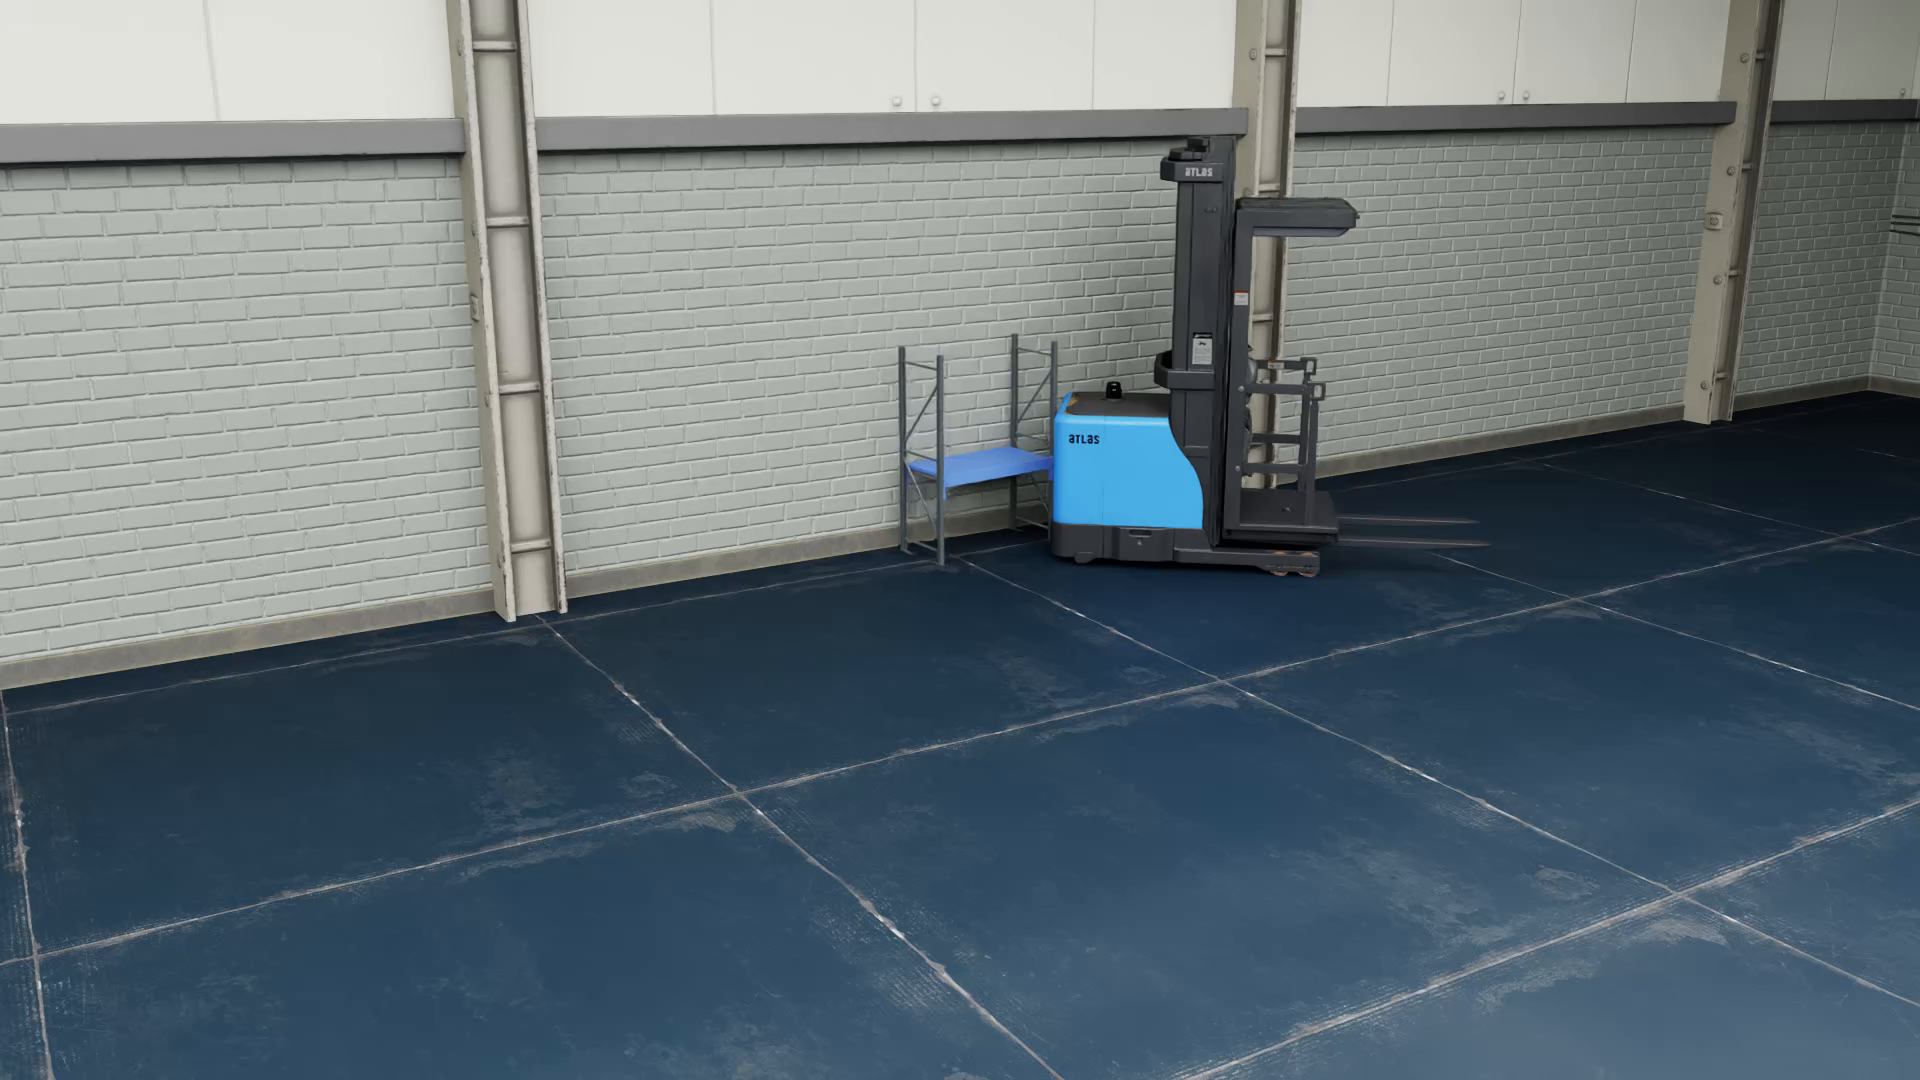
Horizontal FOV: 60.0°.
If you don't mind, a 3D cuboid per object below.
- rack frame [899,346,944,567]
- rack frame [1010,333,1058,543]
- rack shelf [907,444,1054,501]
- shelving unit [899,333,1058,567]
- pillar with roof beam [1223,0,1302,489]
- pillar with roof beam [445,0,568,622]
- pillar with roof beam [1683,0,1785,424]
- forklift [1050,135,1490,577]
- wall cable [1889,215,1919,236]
[{"bbox_3d":[-0.272,-0.589,11.732,0.032,1.500,0.500,-11,19,-35],"label":"rack frame"},{"bbox_3d":[0.543,-0.754,12.317,0.032,1.500,0.500,-11,19,-35],"label":"rack frame"},{"bbox_3d":[0.135,-0.499,12.073,1.000,0.185,0.538,-11,19,-35],"label":"rack shelf"},{"bbox_3d":[0.135,-0.672,12.025,1.048,1.500,0.538,-11,19,-35],"label":"shelving unit"},{"bbox_3d":[4.580,-3.713,8.985,0.400,9.000,9.100,-9,18,-30],"label":"pillar with roof beam"},{"bbox_3d":[-0.564,-2.879,6.010,0.400,9.000,9.100,-9,18,-30],"label":"pillar with roof beam"},{"bbox_3d":[9.723,-4.547,11.960,0.400,9.000,9.100,-9,18,-30],"label":"pillar with roof beam"},{"bbox_3d":[2.203,-1.309,11.649,3.031,2.935,1.130,2,16,8],"label":"forklift"},{"bbox_3d":[10.712,-4.152,16.302,0.112,2.526,3.097,-9,18,-30],"label":"wall cable"}]
